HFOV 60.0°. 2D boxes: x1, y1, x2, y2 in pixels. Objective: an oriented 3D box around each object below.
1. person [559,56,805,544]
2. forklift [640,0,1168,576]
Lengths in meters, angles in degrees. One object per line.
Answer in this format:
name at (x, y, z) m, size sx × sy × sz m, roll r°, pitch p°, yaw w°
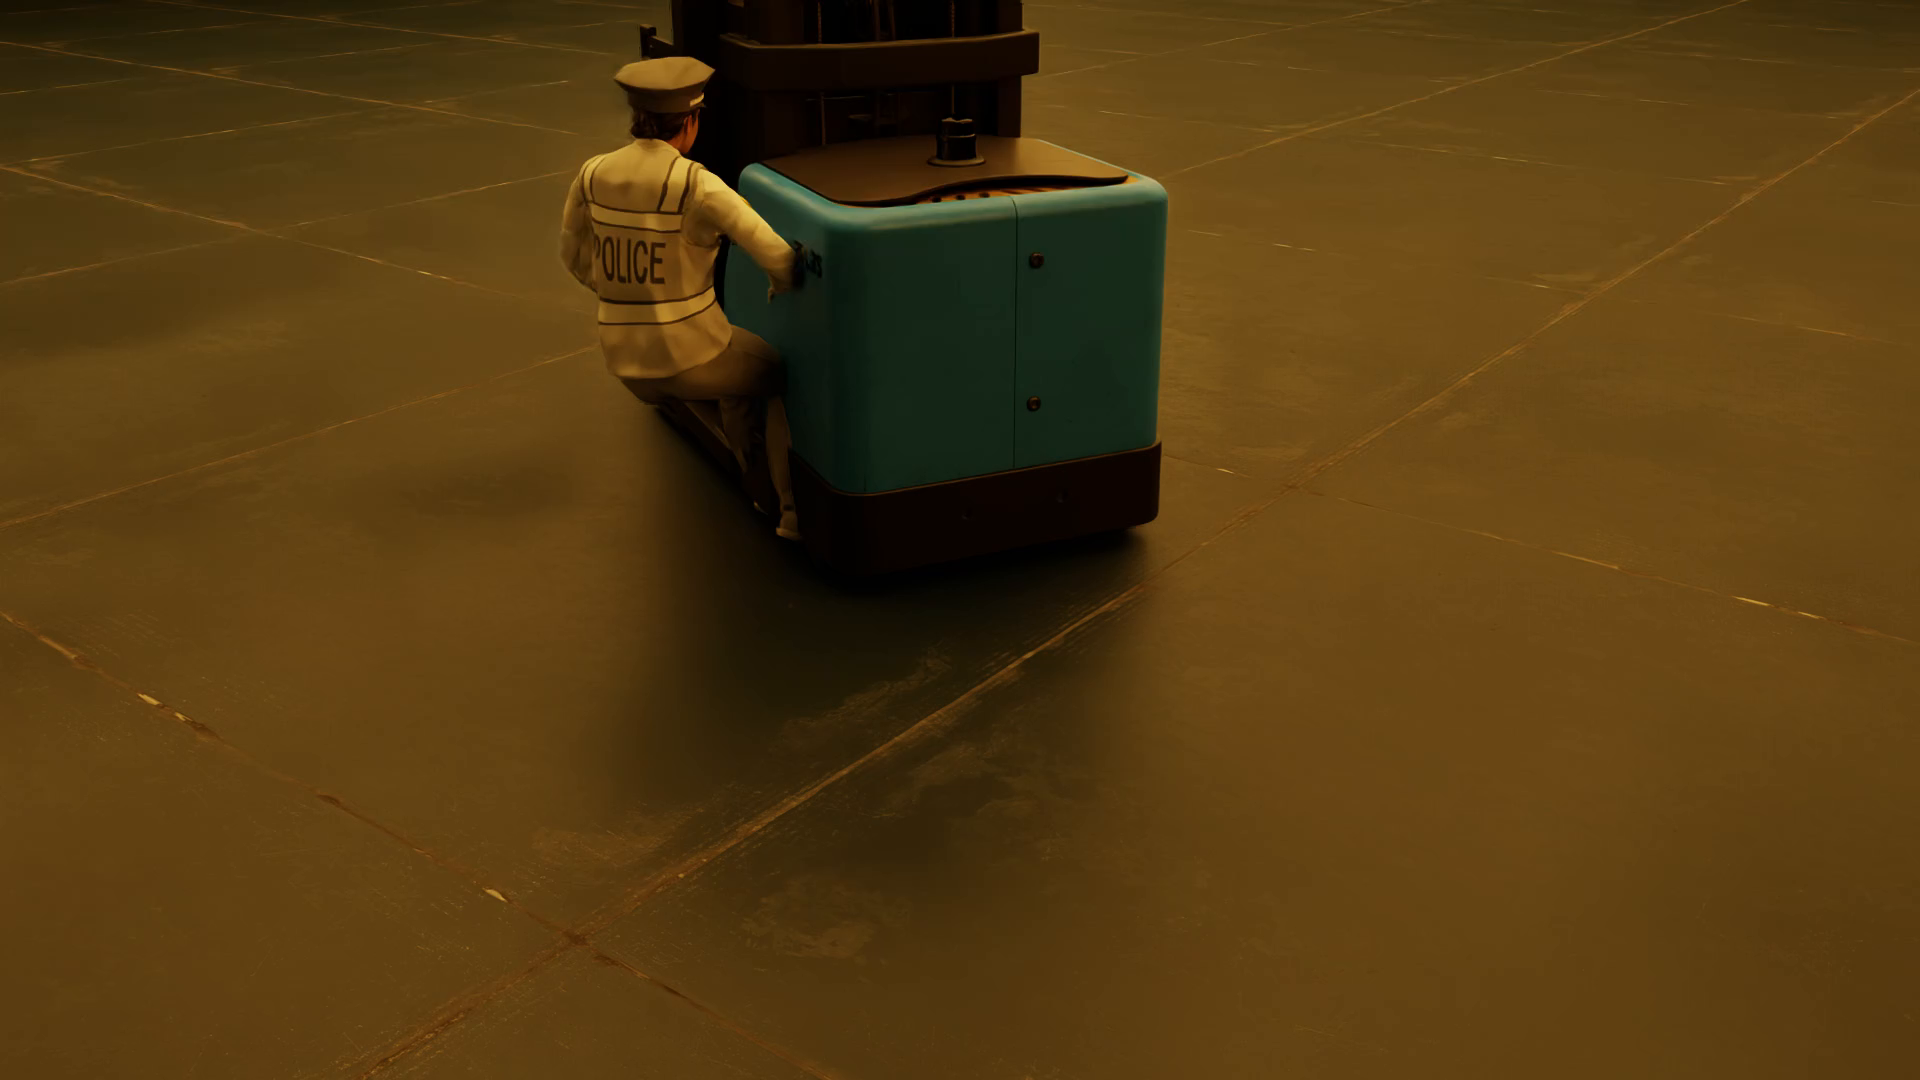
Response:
person at (-0.691, -0.646, 4.804) m, size 0.740 × 1.470 × 0.829 m, roll 10°, pitch 25°, yaw 22°
forklift at (-0.481, -1.800, 5.480) m, size 1.130 × 2.935 × 3.031 m, roll -10°, pitch 26°, yaw -23°
